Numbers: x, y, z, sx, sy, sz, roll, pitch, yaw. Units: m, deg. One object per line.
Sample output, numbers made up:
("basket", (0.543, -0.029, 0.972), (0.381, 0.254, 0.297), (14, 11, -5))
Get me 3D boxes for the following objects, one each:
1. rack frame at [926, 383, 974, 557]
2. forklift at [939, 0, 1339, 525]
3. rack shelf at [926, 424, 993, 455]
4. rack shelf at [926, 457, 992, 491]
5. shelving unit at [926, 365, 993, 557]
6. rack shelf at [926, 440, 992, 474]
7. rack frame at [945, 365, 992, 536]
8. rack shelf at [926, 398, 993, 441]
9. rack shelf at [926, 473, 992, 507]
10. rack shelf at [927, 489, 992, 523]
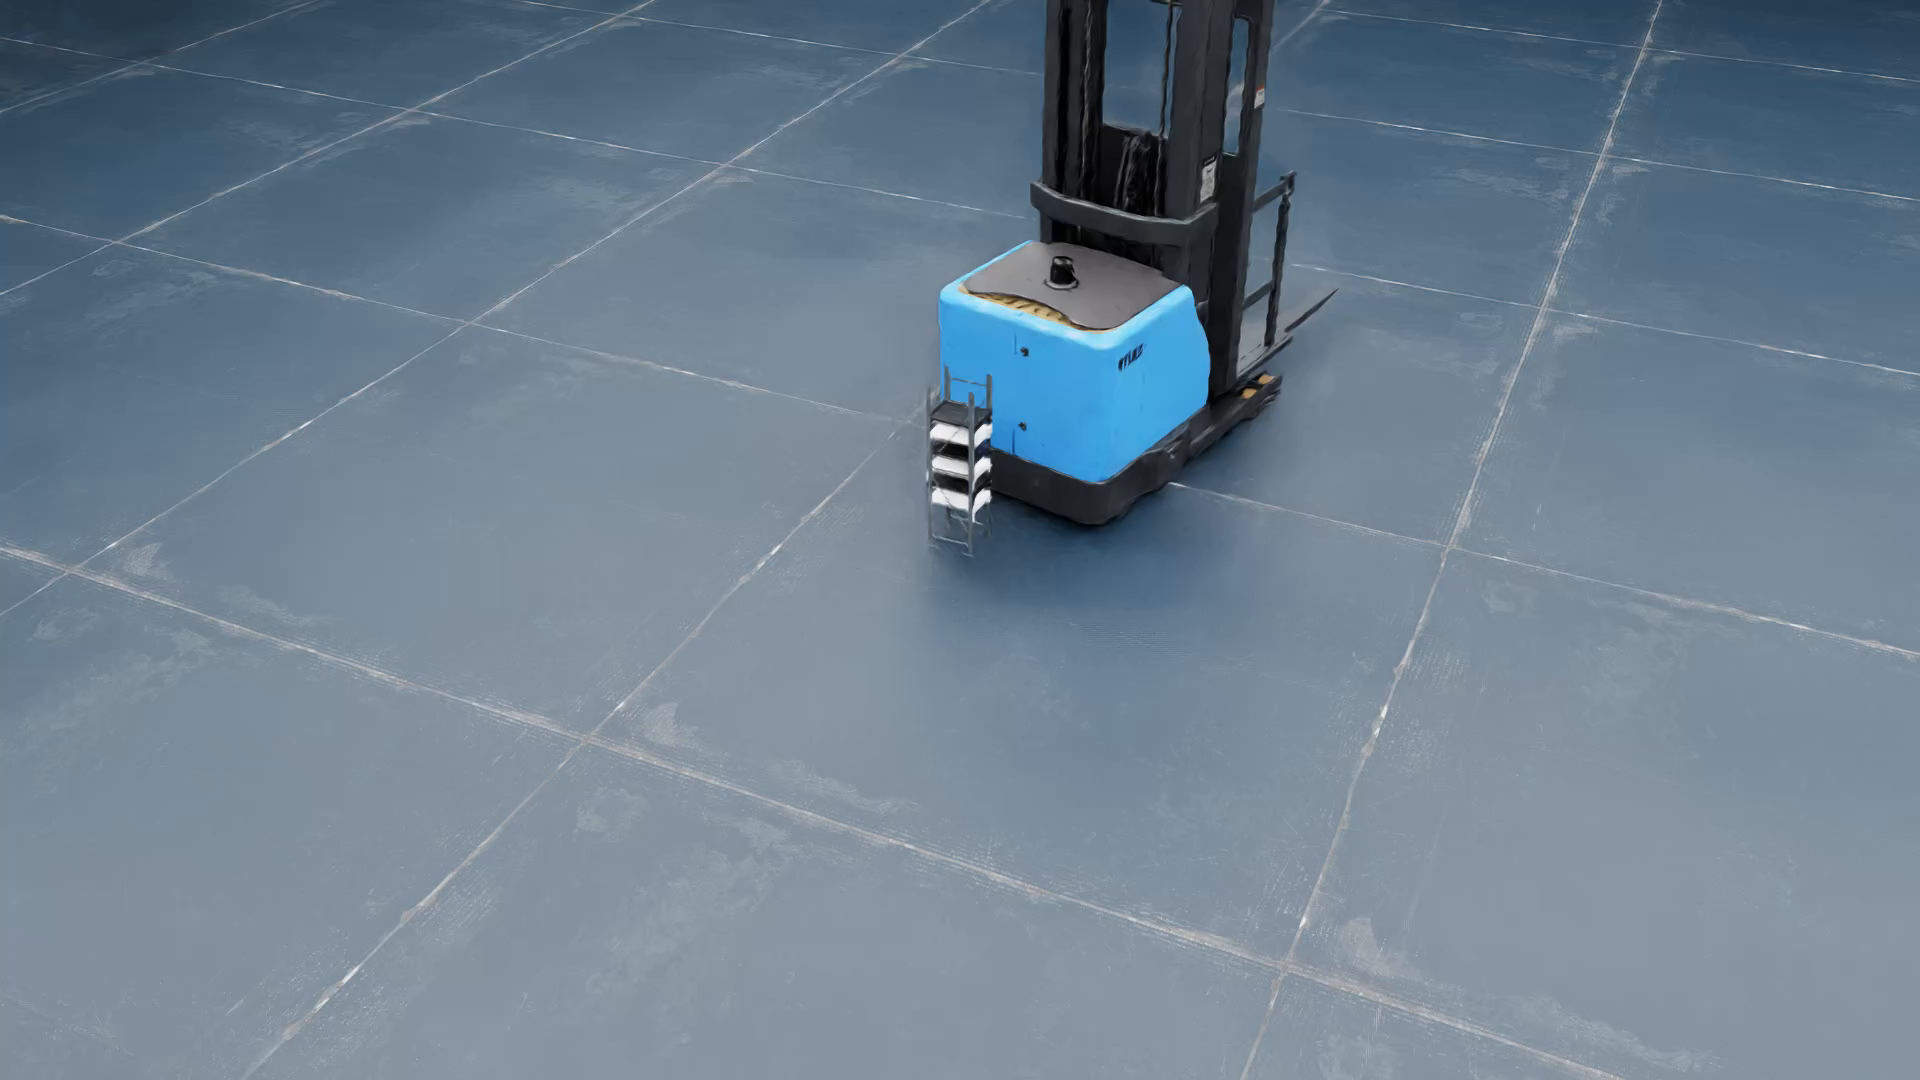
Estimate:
("rack frame", (-0.046, -0.322, 7.920), (0.240, 0.900, 0.006), (14, 36, 20))
("forklift", (1.165, -2.053, 8.708), (1.130, 2.935, 3.031), (22, 39, 30))
("rack shelf", (-0.003, -0.495, 7.917), (0.258, 0.077, 0.200), (14, 36, 20))
("rack shelf", (-0.003, -0.344, 8.015), (0.258, 0.077, 0.200), (14, 36, 20))
("shelving unit", (-0.003, -0.372, 7.997), (0.258, 0.900, 0.210), (14, 36, 20))
("rack shelf", (-0.003, -0.420, 7.966), (0.258, 0.077, 0.200), (14, 36, 20))
("rack frame", (0.039, -0.423, 8.074), (0.240, 0.900, 0.006), (14, 36, 20))
("rack shelf", (-0.003, -0.570, 7.867), (0.258, 0.077, 0.200), (14, 36, 20))
("rack shelf", (-0.003, -0.269, 8.065), (0.258, 0.077, 0.200), (14, 36, 20))
("rack shelf", (-0.003, -0.194, 8.114), (0.258, 0.077, 0.200), (14, 36, 20))
